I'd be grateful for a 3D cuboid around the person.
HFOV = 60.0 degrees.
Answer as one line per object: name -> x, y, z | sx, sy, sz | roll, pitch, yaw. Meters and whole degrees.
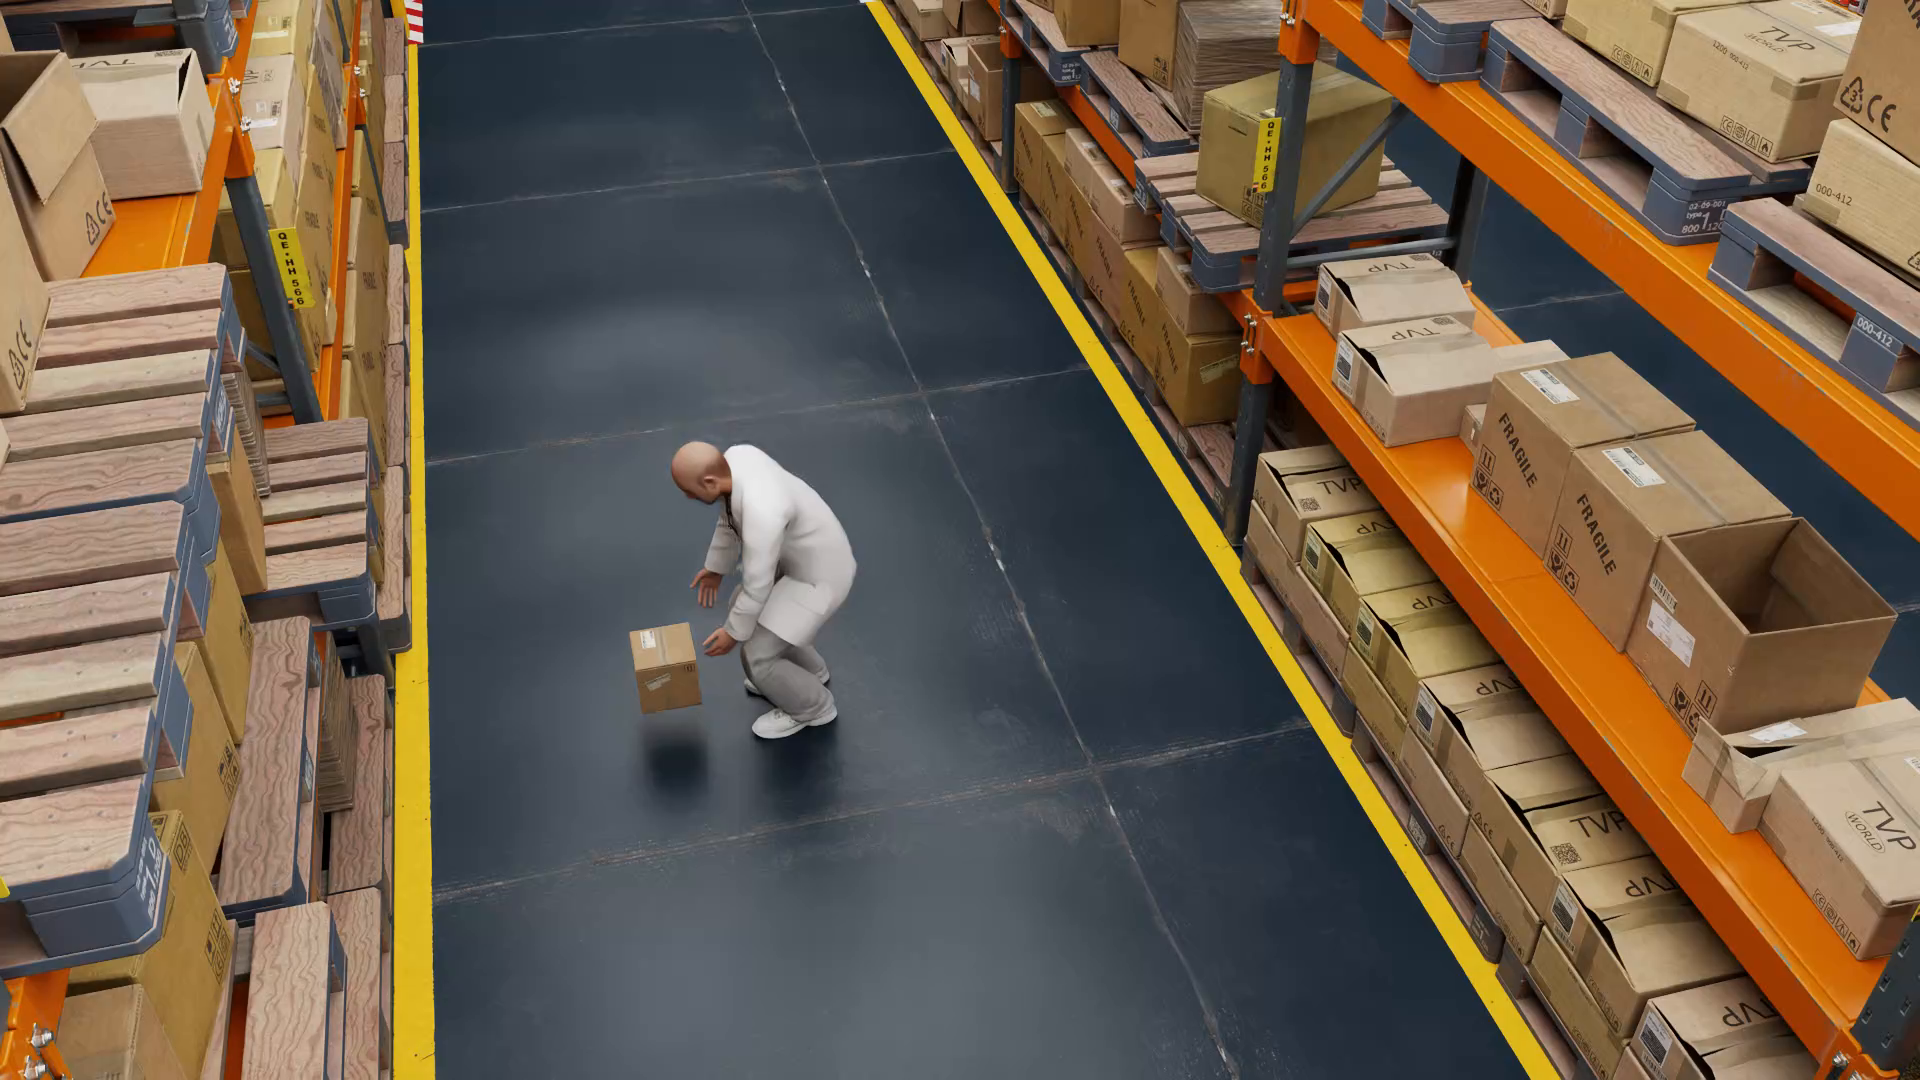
person -> -0.764, 0.170, 6.777 | 0.700, 1.454, 0.631 | -9, 39, -12
